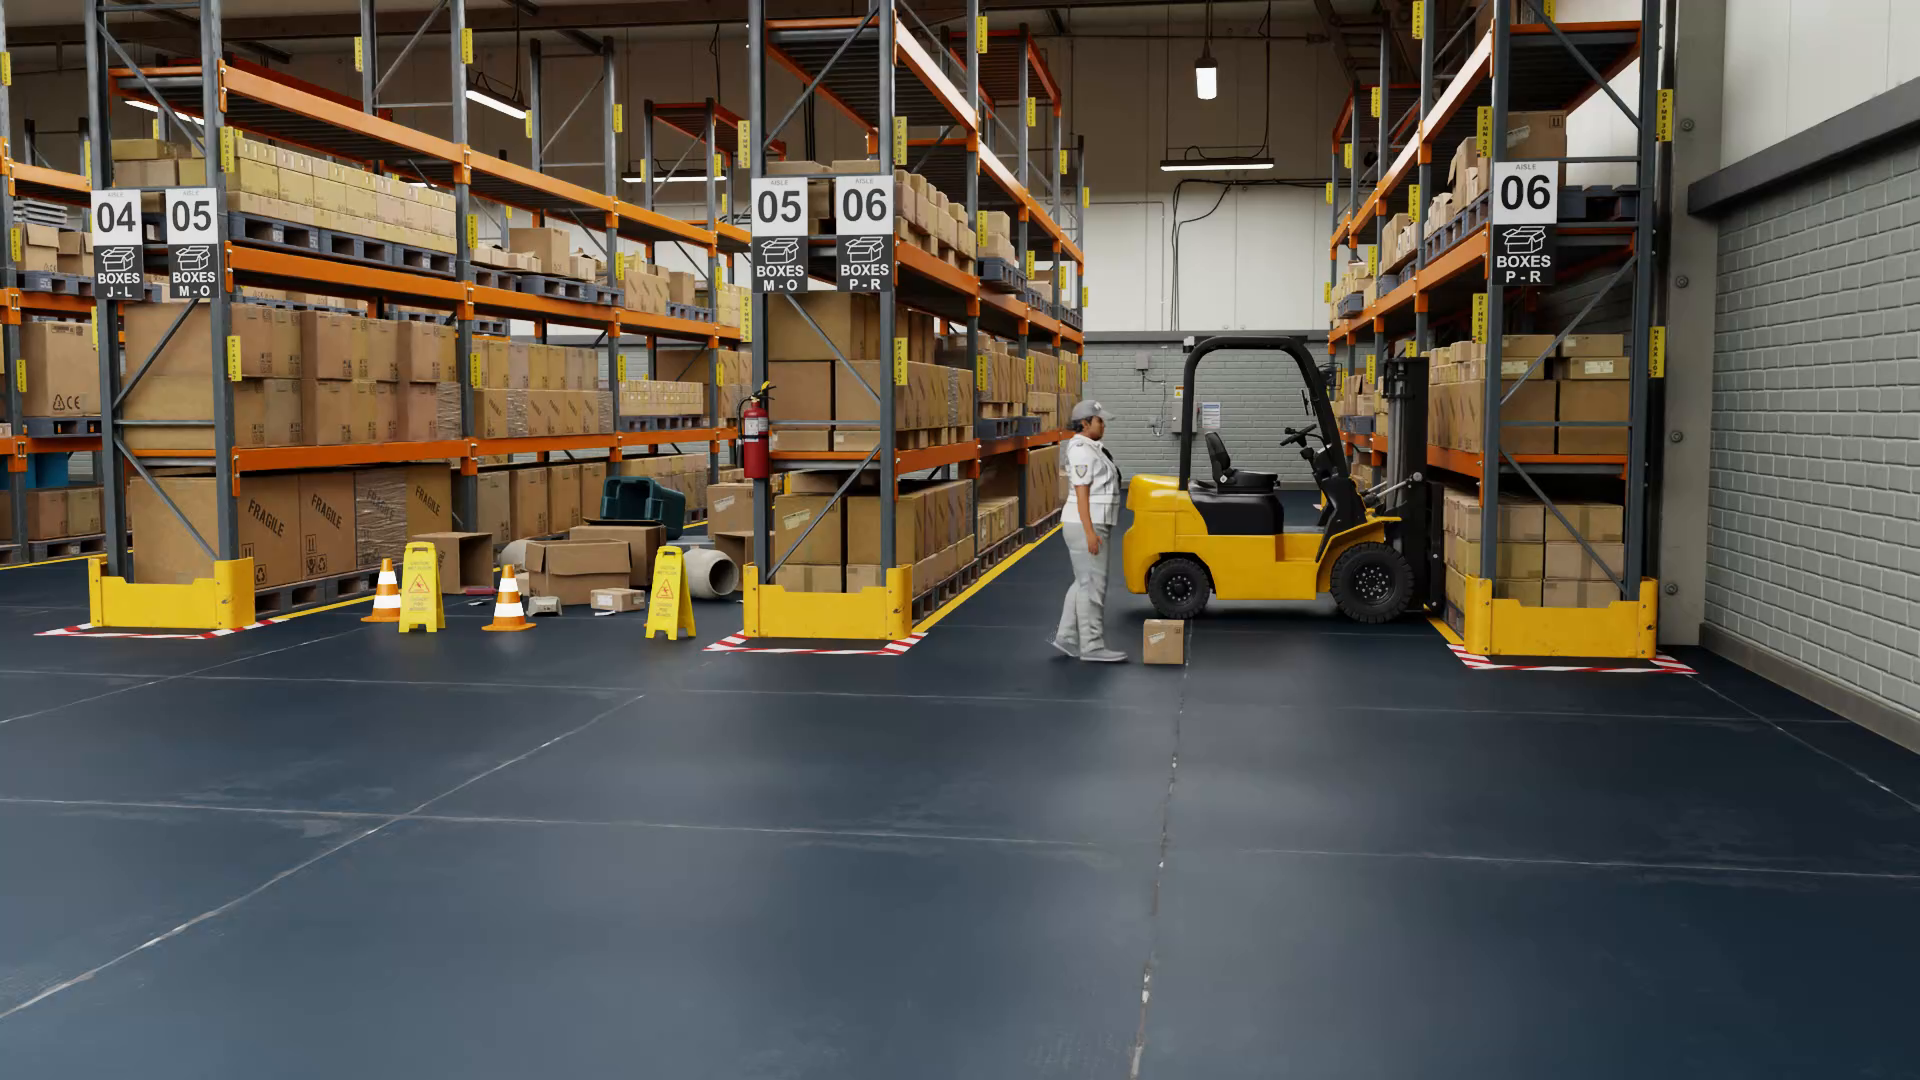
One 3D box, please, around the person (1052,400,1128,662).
[{"bbox_3d":[0.829,-0.039,10.637,0.507,1.707,0.480,1,5,9],"label":"person"}]
